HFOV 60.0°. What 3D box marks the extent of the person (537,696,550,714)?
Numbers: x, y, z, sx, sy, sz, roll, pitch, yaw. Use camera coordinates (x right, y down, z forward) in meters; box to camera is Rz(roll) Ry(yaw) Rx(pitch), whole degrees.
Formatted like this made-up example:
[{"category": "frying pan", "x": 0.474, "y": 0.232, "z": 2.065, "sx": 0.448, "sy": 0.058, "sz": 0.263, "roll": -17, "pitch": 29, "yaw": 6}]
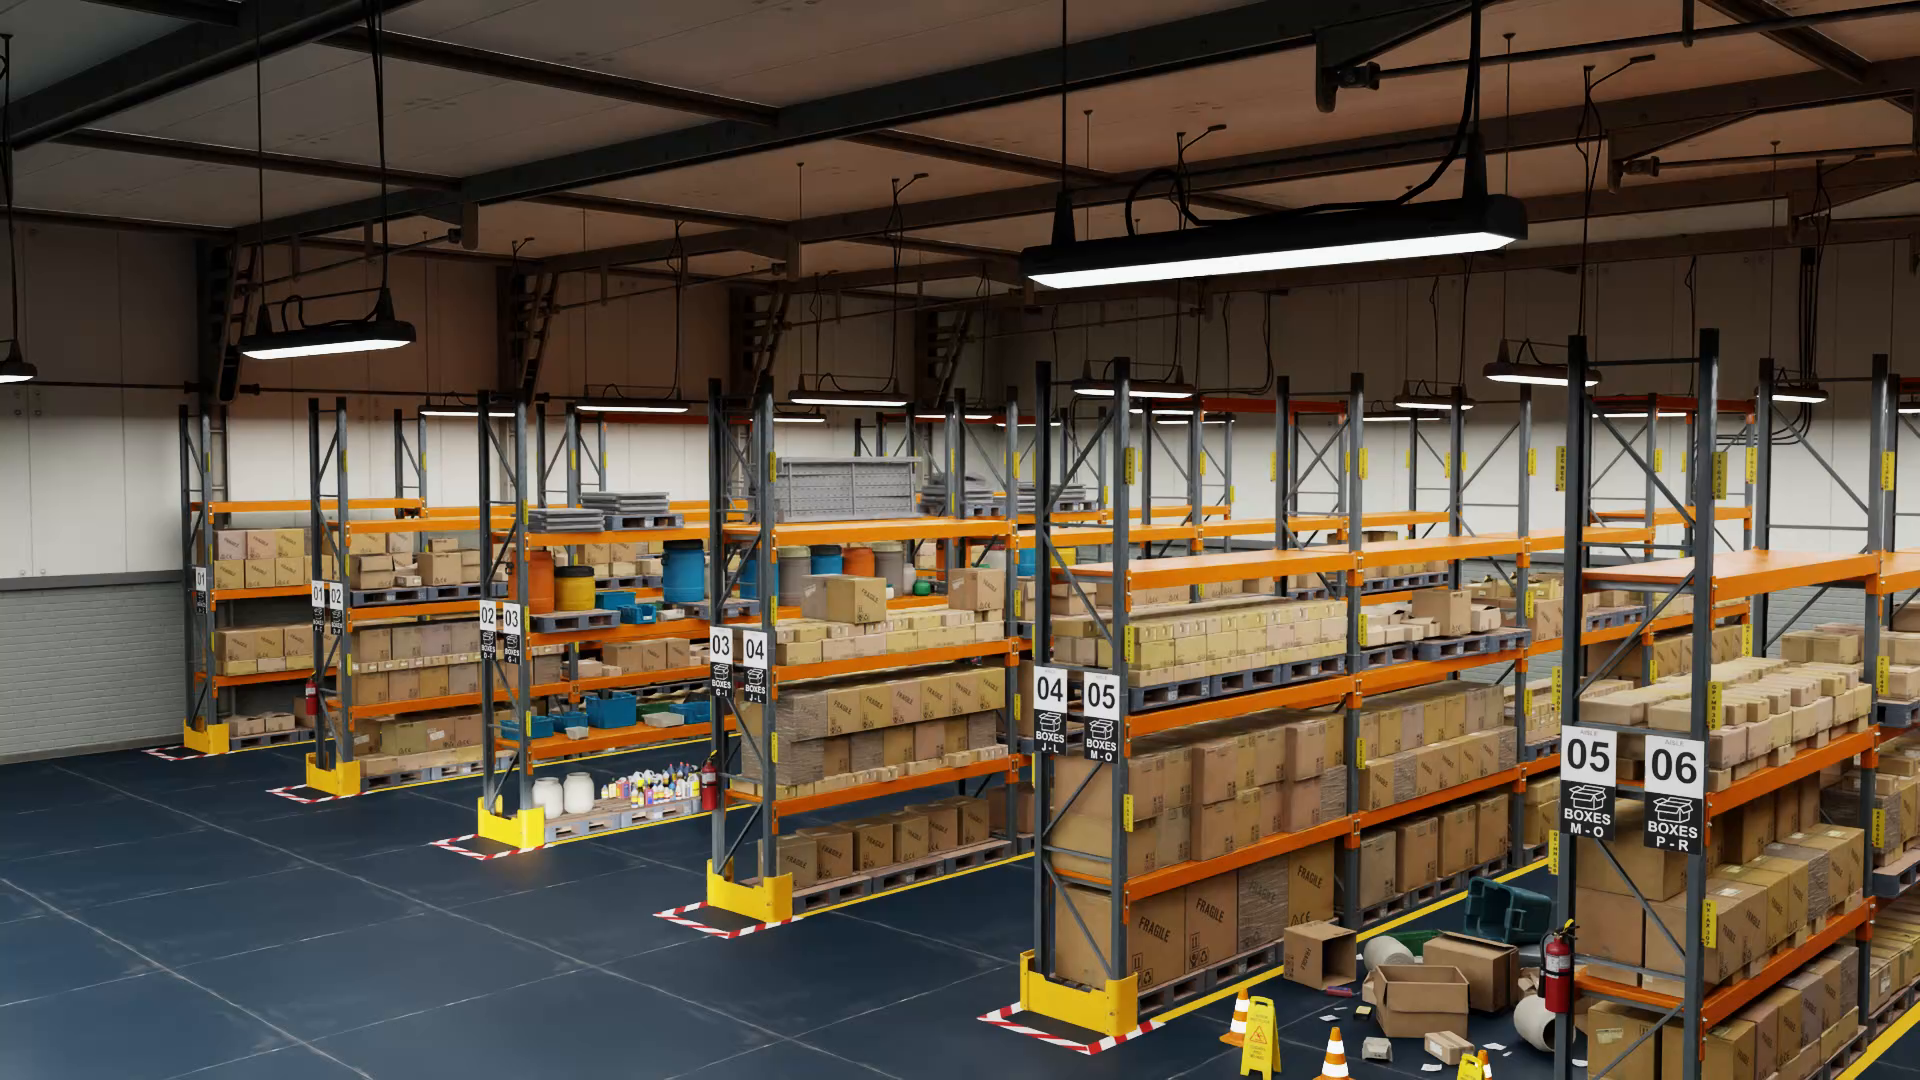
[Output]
[{"category": "person", "x": -8.151, "y": 2.722, "z": 31.749, "sx": 0.499, "sy": 1.538, "sz": 0.834, "roll": 1, "pitch": 3, "yaw": 17}]
